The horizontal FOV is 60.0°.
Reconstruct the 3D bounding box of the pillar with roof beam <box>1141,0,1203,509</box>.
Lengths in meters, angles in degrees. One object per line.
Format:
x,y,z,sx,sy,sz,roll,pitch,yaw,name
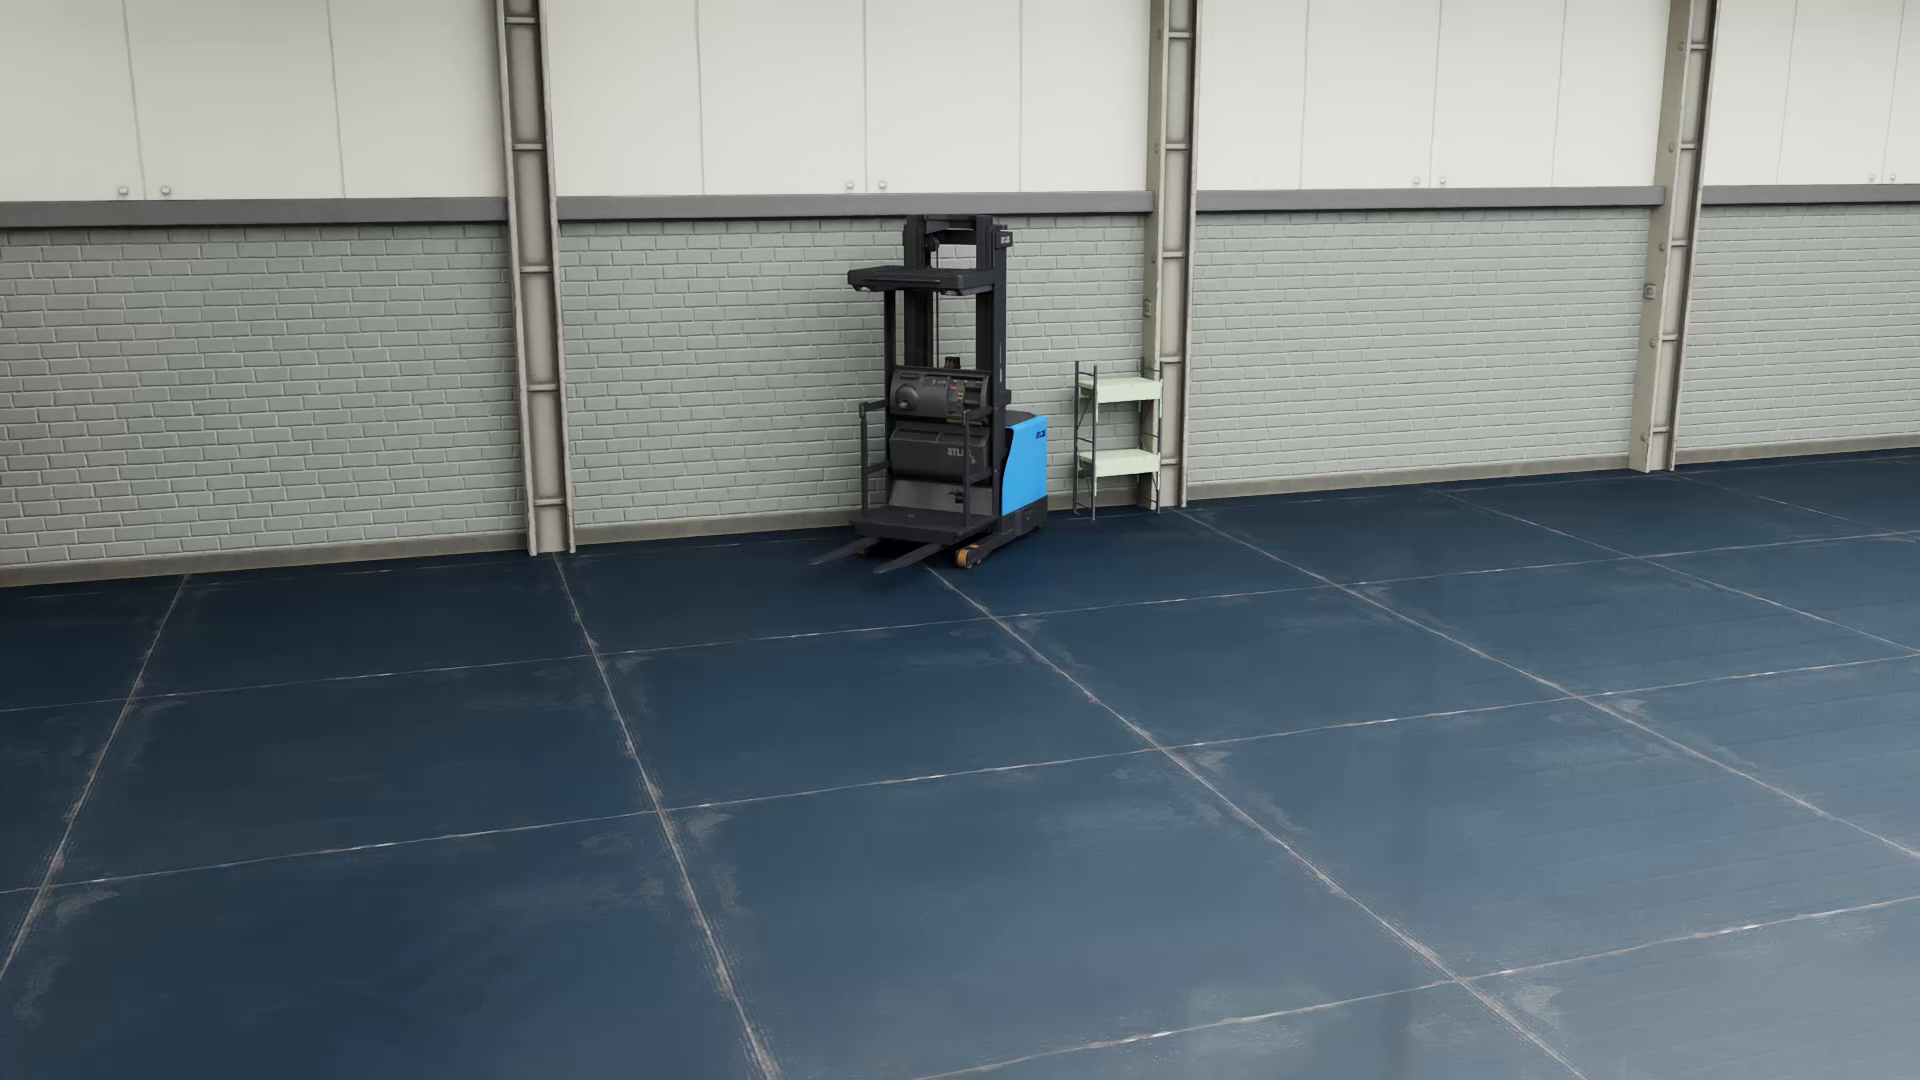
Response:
3.406,-3.787,11.723,0.400,9.000,9.100,-4,14,-18,pillar with roof beam

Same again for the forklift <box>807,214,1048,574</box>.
-0.274,-1.297,14.367,1.130,2.935,3.031,6,15,25,forklift

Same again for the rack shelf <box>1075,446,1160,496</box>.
1.538,-0.679,16.272,0.720,0.370,0.431,-6,15,-24,rack shelf

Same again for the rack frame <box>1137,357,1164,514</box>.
1.870,-1.031,16.345,0.023,1.500,0.400,-6,15,-24,rack frame

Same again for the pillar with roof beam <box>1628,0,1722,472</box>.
9.092,-4.229,13.585,0.400,9.000,9.100,-4,14,-18,pillar with roof beam

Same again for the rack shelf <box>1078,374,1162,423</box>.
1.538,-1.376,16.106,0.720,0.370,0.431,-6,15,-24,rack shelf

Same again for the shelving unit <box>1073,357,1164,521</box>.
1.538,-0.996,16.196,0.755,1.500,0.431,-6,15,-24,shelving unit

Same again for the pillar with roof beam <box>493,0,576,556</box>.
-2.281,-3.344,9.861,0.400,9.000,9.100,-4,14,-18,pillar with roof beam

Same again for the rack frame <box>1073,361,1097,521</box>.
1.205,-0.961,16.047,0.023,1.500,0.400,-6,15,-24,rack frame
